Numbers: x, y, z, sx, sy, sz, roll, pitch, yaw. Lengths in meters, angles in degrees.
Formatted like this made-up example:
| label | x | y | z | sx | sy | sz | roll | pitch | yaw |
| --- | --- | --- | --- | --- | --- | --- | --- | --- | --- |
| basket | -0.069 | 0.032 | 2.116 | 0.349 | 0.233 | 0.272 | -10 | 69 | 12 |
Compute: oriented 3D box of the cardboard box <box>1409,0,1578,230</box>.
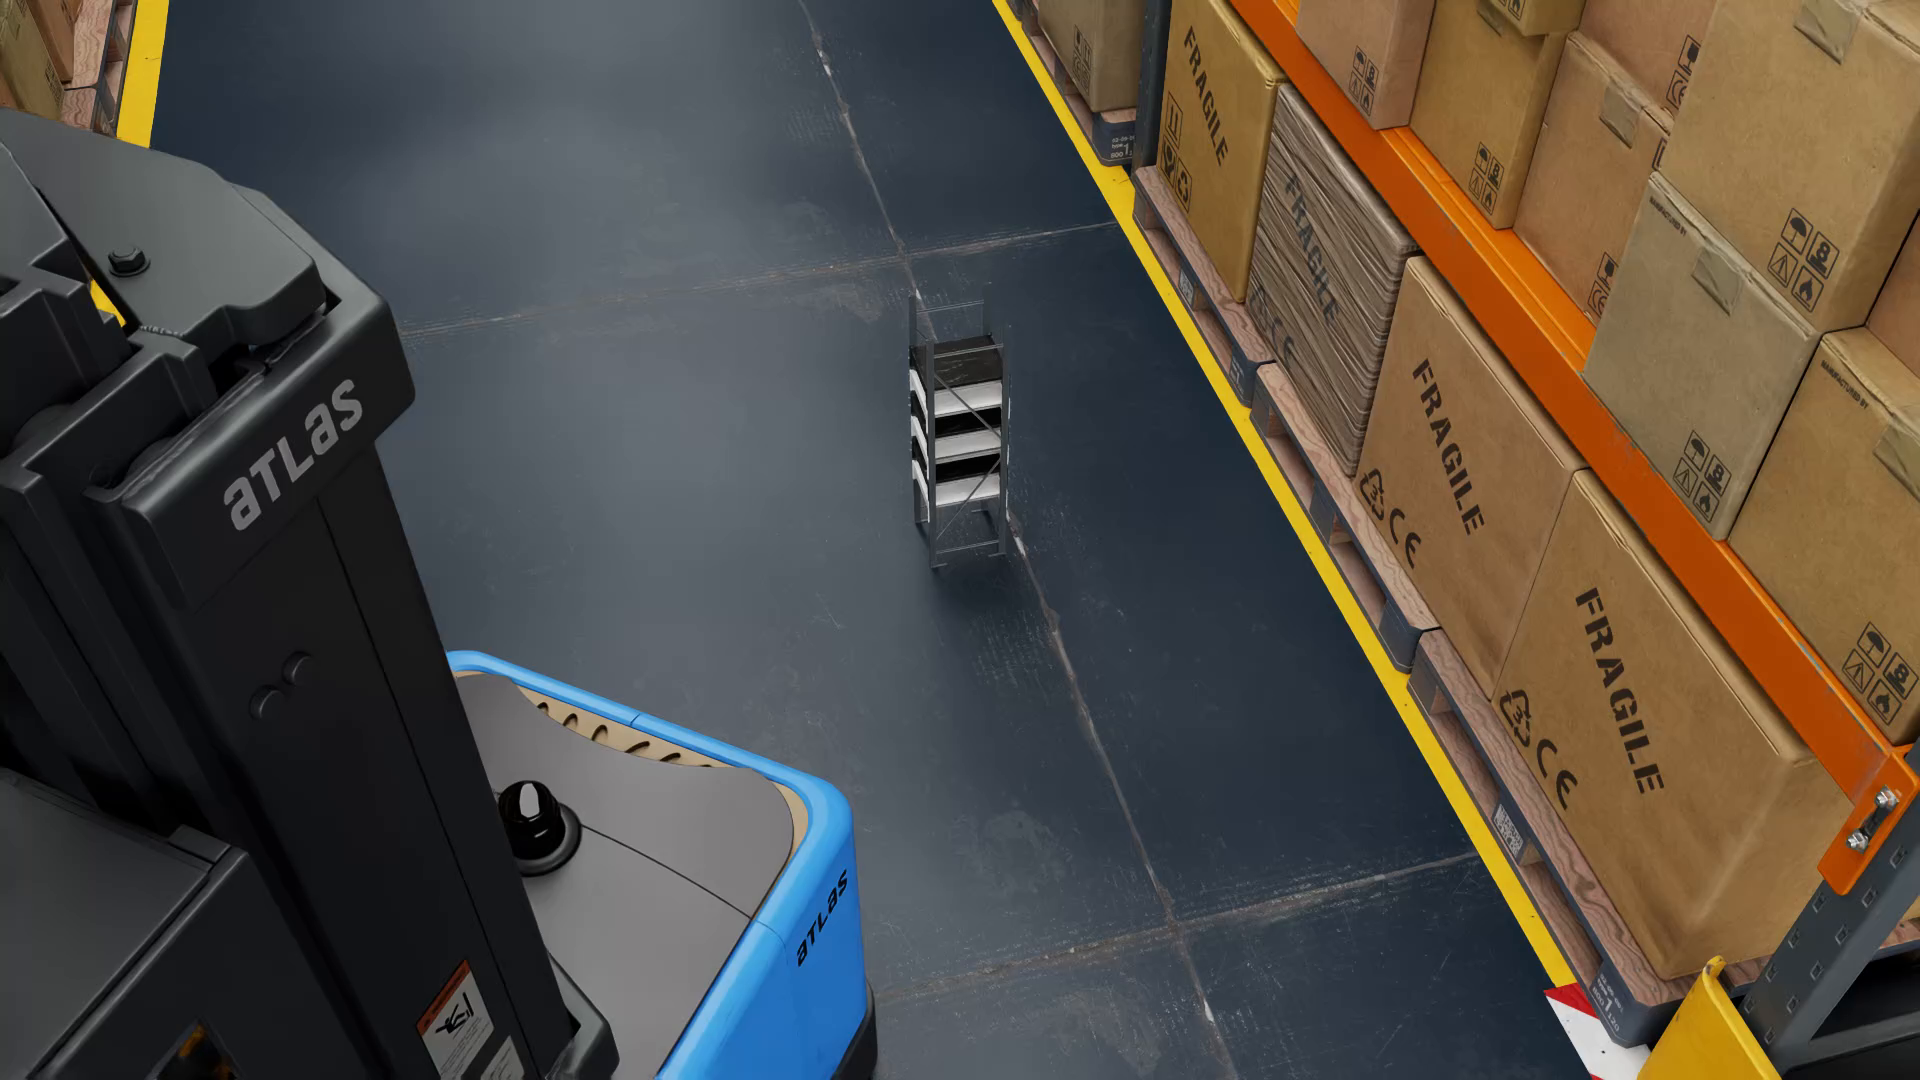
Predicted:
| label | x | y | z | sx | sy | sz | roll | pitch | yaw |
| --- | --- | --- | --- | --- | --- | --- | --- | --- | --- |
| cardboard box | 1.706 | -1.222 | 4.242 | 0.875 | 0.550 | 0.500 | -11 | 47 | -10 |

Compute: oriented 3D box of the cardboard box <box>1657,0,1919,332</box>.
| label | x | y | z | sx | sy | sz | roll | pitch | yaw |
| --- | --- | --- | --- | --- | --- | --- | --- | --- | --- |
| cardboard box | 1.916 | -0.835 | 3.107 | 0.875 | 0.550 | 0.550 | -11 | 47 | -10 |

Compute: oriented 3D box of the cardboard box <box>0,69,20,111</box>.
| label | x | y | z | sx | sy | sz | roll | pitch | yaw |
| --- | --- | --- | --- | --- | --- | --- | --- | --- | --- |
| cardboard box | -3.777 | -1.409 | 5.973 | 0.700 | 0.500 | 0.500 | -14 | 47 | -13 |

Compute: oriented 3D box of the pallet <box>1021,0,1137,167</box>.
| label | x | y | z | sx | sy | sz | roll | pitch | yaw |
| --- | --- | --- | --- | --- | --- | --- | --- | --- | --- |
| pallet | 0.909 | -2.083 | 7.143 | 1.003 | 0.211 | 1.213 | -11 | 47 | -10 |

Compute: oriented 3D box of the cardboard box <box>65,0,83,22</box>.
| label | x | y | z | sx | sy | sz | roll | pitch | yaw |
| --- | --- | --- | --- | --- | --- | --- | --- | --- | --- |
| cardboard box | -4.168 | -2.514 | 7.055 | 0.700 | 0.500 | 0.500 | -7 | 46 | -7 |

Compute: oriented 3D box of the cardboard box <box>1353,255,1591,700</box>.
| label | x | y | z | sx | sy | sz | roll | pitch | yaw |
| --- | --- | --- | --- | --- | --- | --- | --- | --- | --- |
| cardboard box | 1.739 | -0.244 | 4.583 | 0.875 | 0.875 | 0.875 | -11 | 47 | -11 |

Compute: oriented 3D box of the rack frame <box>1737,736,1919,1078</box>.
| label | x | y | z | sx | sy | sz | roll | pitch | yaw |
| --- | --- | --- | --- | --- | --- | --- | --- | --- | --- |
| rack frame | 2.201 | 0.223 | 2.932 | 0.949 | 2.616 | 0.053 | -11 | 47 | -10 |

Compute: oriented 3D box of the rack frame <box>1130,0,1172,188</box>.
| label | x | y | z | sx | sy | sz | roll | pitch | yaw |
| --- | --- | --- | --- | --- | --- | --- | --- | --- | --- |
| rack frame | 1.180 | -2.540 | 5.639 | 1.000 | 3.000 | 0.127 | -11 | 47 | -10 |

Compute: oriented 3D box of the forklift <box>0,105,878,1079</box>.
| label | x | y | z | sx | sy | sz | roll | pitch | yaw |
| --- | --- | --- | --- | --- | --- | --- | --- | --- | --- |
| forklift | -1.257 | 1.041 | 2.177 | 1.130 | 2.935 | 3.031 | 18 | 48 | 17 |

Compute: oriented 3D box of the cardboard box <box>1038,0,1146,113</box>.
| label | x | y | z | sx | sy | sz | roll | pitch | yaw |
| --- | --- | --- | --- | --- | --- | --- | --- | --- | --- |
| cardboard box | 0.934 | -2.311 | 6.696 | 1.050 | 0.750 | 0.750 | -11 | 47 | -11 |

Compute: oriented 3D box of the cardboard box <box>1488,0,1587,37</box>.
| label | x | y | z | sx | sy | sz | roll | pitch | yaw |
| --- | --- | --- | --- | --- | --- | --- | --- | --- | --- |
| cardboard box | 1.643 | -1.588 | 3.845 | 0.875 | 0.550 | 0.500 | -11 | 47 | -10 |

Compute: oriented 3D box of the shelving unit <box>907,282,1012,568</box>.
| label | x | y | z | sx | sy | sz | roll | pitch | yaw |
| --- | --- | --- | --- | --- | --- | --- | --- | --- | --- |
| shelving unit | -0.002 | -0.321 | 4.934 | 0.258 | 0.900 | 0.210 | -11 | 47 | -10 |

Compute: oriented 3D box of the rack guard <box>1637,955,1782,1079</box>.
| label | x | y | z | sx | sy | sz | roll | pitch | yaw |
| --- | --- | --- | --- | --- | --- | --- | --- | --- | --- |
| rack guard | 2.210 | 1.114 | 3.809 | 1.175 | 0.500 | 0.348 | -11 | 47 | -10 |

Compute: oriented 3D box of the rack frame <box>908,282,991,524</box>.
| label | x | y | z | sx | sy | sz | roll | pitch | yaw |
| --- | --- | --- | --- | --- | --- | --- | --- | --- | --- |
| rack frame | -0.028 | -0.391 | 5.003 | 0.240 | 0.900 | 0.006 | -11 | 47 | -10 |

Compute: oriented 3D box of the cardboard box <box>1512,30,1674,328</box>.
| label | x | y | z | sx | sy | sz | roll | pitch | yaw |
| --- | --- | --- | --- | --- | --- | --- | --- | --- | --- |
| cardboard box | 1.881 | -0.864 | 3.891 | 0.875 | 0.550 | 0.550 | -11 | 47 | -10 |

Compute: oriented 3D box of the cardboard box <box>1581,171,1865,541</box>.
| label | x | y | z | sx | sy | sz | roll | pitch | yaw |
| --- | --- | --- | --- | --- | --- | --- | --- | --- | --- |
| cardboard box | 1.903 | -0.454 | 3.490 | 0.875 | 0.550 | 0.550 | -11 | 47 | -10 |

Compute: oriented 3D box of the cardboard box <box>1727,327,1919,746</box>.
| label | x | y | z | sx | sy | sz | roll | pitch | yaw |
| --- | --- | --- | --- | --- | --- | --- | --- | --- | --- |
| cardboard box | 2.065 | -0.078 | 3.122 | 0.875 | 0.550 | 0.550 | -11 | 47 | -10 |

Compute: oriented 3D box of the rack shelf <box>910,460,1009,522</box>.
| label | x | y | z | sx | sy | sz | roll | pitch | yaw |
| --- | --- | --- | --- | --- | --- | --- | --- | --- | --- |
| rack shelf | -0.002 | -0.171 | 5.086 | 0.258 | 0.077 | 0.200 | -11 | 47 | -10 |

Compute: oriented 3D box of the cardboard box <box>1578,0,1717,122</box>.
| label | x | y | z | sx | sy | sz | roll | pitch | yaw |
| --- | --- | --- | --- | --- | --- | --- | --- | --- | --- |
| cardboard box | 1.904 | -1.246 | 3.510 | 0.875 | 0.550 | 0.550 | -11 | 47 | -10 |

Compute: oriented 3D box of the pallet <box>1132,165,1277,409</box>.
| label | x | y | z | sx | sy | sz | roll | pitch | yaw |
| --- | --- | --- | --- | --- | --- | --- | --- | --- | --- |
| pallet | 1.299 | -1.024 | 6.106 | 1.003 | 0.211 | 1.213 | -11 | 47 | -10 |

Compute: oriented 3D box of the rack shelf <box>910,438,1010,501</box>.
| label | x | y | z | sx | sy | sz | roll | pitch | yaw |
| --- | --- | --- | --- | --- | --- | --- | --- | --- | --- |
| rack shelf | -0.002 | -0.234 | 5.022 | 0.258 | 0.077 | 0.200 | -11 | 47 | -10 |

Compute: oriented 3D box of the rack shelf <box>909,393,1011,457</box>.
| label | x | y | z | sx | sy | sz | roll | pitch | yaw |
| --- | --- | --- | --- | --- | --- | --- | --- | --- | --- |
| rack shelf | -0.002 | -0.360 | 4.894 | 0.258 | 0.077 | 0.200 | -11 | 47 | -10 |

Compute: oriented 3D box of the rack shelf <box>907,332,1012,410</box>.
| label | x | y | z | sx | sy | sz | roll | pitch | yaw |
| --- | --- | --- | --- | --- | --- | --- | --- | --- | --- |
| rack shelf | -0.002 | -0.486 | 4.765 | 0.258 | 0.077 | 0.200 | -11 | 47 | -10 |

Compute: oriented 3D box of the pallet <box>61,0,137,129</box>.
| label | x | y | z | sx | sy | sz | roll | pitch | yaw |
| --- | --- | --- | --- | --- | --- | --- | --- | --- | --- |
| pallet | -4.157 | -2.108 | 7.168 | 1.003 | 0.211 | 1.213 | -11 | 47 | -10 |

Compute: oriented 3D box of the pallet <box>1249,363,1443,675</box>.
| label | x | y | z | sx | sy | sz | roll | pitch | yaw |
| --- | --- | --- | --- | --- | --- | --- | --- | --- | --- |
| pallet | 1.615 | -0.180 | 5.279 | 1.003 | 0.211 | 1.213 | -11 | 47 | -10 |

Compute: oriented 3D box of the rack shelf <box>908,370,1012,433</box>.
| label | x | y | z | sx | sy | sz | roll | pitch | yaw |
| --- | --- | --- | --- | --- | --- | --- | --- | --- | --- |
| rack shelf | -0.002 | -0.423 | 4.829 | 0.258 | 0.077 | 0.200 | -11 | 47 | -10 |

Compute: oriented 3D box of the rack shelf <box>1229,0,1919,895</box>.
| label | x | y | z | sx | sy | sz | roll | pitch | yaw |
| --- | --- | --- | --- | --- | --- | --- | --- | --- | --- |
| rack shelf | 1.692 | -0.907 | 4.542 | 1.077 | 0.370 | 4.000 | -11 | 47 | -10 |

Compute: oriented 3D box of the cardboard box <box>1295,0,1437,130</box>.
| label | x | y | z | sx | sy | sz | roll | pitch | yaw |
| --- | --- | --- | --- | --- | --- | --- | --- | --- | --- |
| cardboard box | 1.473 | -1.570 | 4.583 | 0.875 | 0.550 | 0.550 | -11 | 47 | -10 |

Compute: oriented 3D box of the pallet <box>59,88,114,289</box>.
| label | x | y | z | sx | sy | sz | roll | pitch | yaw |
| --- | --- | --- | --- | --- | --- | --- | --- | --- | --- |
| pallet | -3.841 | -1.264 | 6.341 | 1.003 | 0.211 | 1.213 | -11 | 47 | -10 |

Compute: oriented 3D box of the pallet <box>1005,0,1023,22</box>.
| label | x | y | z | sx | sy | sz | roll | pitch | yaw |
| --- | --- | --- | --- | --- | --- | --- | --- | --- | --- |
| pallet | 0.594 | -2.926 | 7.970 | 1.003 | 0.211 | 1.213 | -11 | 47 | -10 |

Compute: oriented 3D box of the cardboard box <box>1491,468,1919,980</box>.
| label | x | y | z | sx | sy | sz | roll | pitch | yaw |
| --- | --- | --- | --- | --- | --- | --- | --- | --- | --- |
| cardboard box | 1.966 | 0.363 | 3.988 | 0.875 | 0.875 | 0.875 | -10 | 47 | -10 |

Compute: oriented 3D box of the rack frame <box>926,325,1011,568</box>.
| label | x | y | z | sx | sy | sz | roll | pitch | yaw |
| --- | --- | --- | --- | --- | --- | --- | --- | --- | --- |
| rack frame | 0.024 | -0.250 | 4.865 | 0.240 | 0.900 | 0.006 | -11 | 47 | -10 |

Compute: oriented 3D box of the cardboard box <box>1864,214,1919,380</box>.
| label | x | y | z | sx | sy | sz | roll | pitch | yaw |
| --- | --- | --- | --- | --- | --- | --- | --- | --- | --- |
| cardboard box | 2.146 | -0.472 | 2.751 | 0.875 | 0.550 | 0.550 | -11 | 47 | -10 |

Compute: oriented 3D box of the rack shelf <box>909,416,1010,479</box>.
| label | x | y | z | sx | sy | sz | roll | pitch | yaw |
| --- | --- | --- | --- | --- | --- | --- | --- | --- | --- |
| rack shelf | -0.002 | -0.297 | 4.958 | 0.258 | 0.077 | 0.200 | -11 | 47 | -10 |

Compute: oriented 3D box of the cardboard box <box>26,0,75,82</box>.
| label | x | y | z | sx | sy | sz | roll | pitch | yaw |
| --- | --- | --- | --- | --- | --- | --- | --- | --- | --- |
| cardboard box | -4.025 | -2.128 | 6.678 | 0.700 | 0.500 | 0.500 | -14 | 47 | -14 |

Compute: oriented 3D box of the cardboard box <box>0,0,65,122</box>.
| label | x | y | z | sx | sy | sz | roll | pitch | yaw |
| --- | --- | --- | --- | --- | --- | --- | --- | --- | --- |
| cardboard box | -3.881 | -1.742 | 6.299 | 0.700 | 0.500 | 0.500 | -11 | 47 | -11 |

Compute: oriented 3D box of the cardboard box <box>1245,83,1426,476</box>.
| label | x | y | z | sx | sy | sz | roll | pitch | yaw |
| --- | --- | --- | --- | --- | --- | --- | --- | --- | --- |
| cardboard box | 1.508 | -0.874 | 5.200 | 0.875 | 0.875 | 0.875 | -10 | 46 | -10 |

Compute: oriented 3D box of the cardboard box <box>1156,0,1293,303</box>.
| label | x | y | z | sx | sy | sz | roll | pitch | yaw |
| --- | --- | --- | --- | --- | --- | --- | --- | --- | --- |
| cardboard box | 1.273 | -1.496 | 5.809 | 0.875 | 0.875 | 0.875 | -10 | 46 | -10 |

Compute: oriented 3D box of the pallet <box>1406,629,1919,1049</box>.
| label | x | y | z | sx | sy | sz | roll | pitch | yaw |
| --- | --- | --- | --- | --- | --- | --- | --- | --- | --- |
| pallet | 1.924 | 0.660 | 4.455 | 1.003 | 0.211 | 1.213 | -11 | 47 | -10 |
